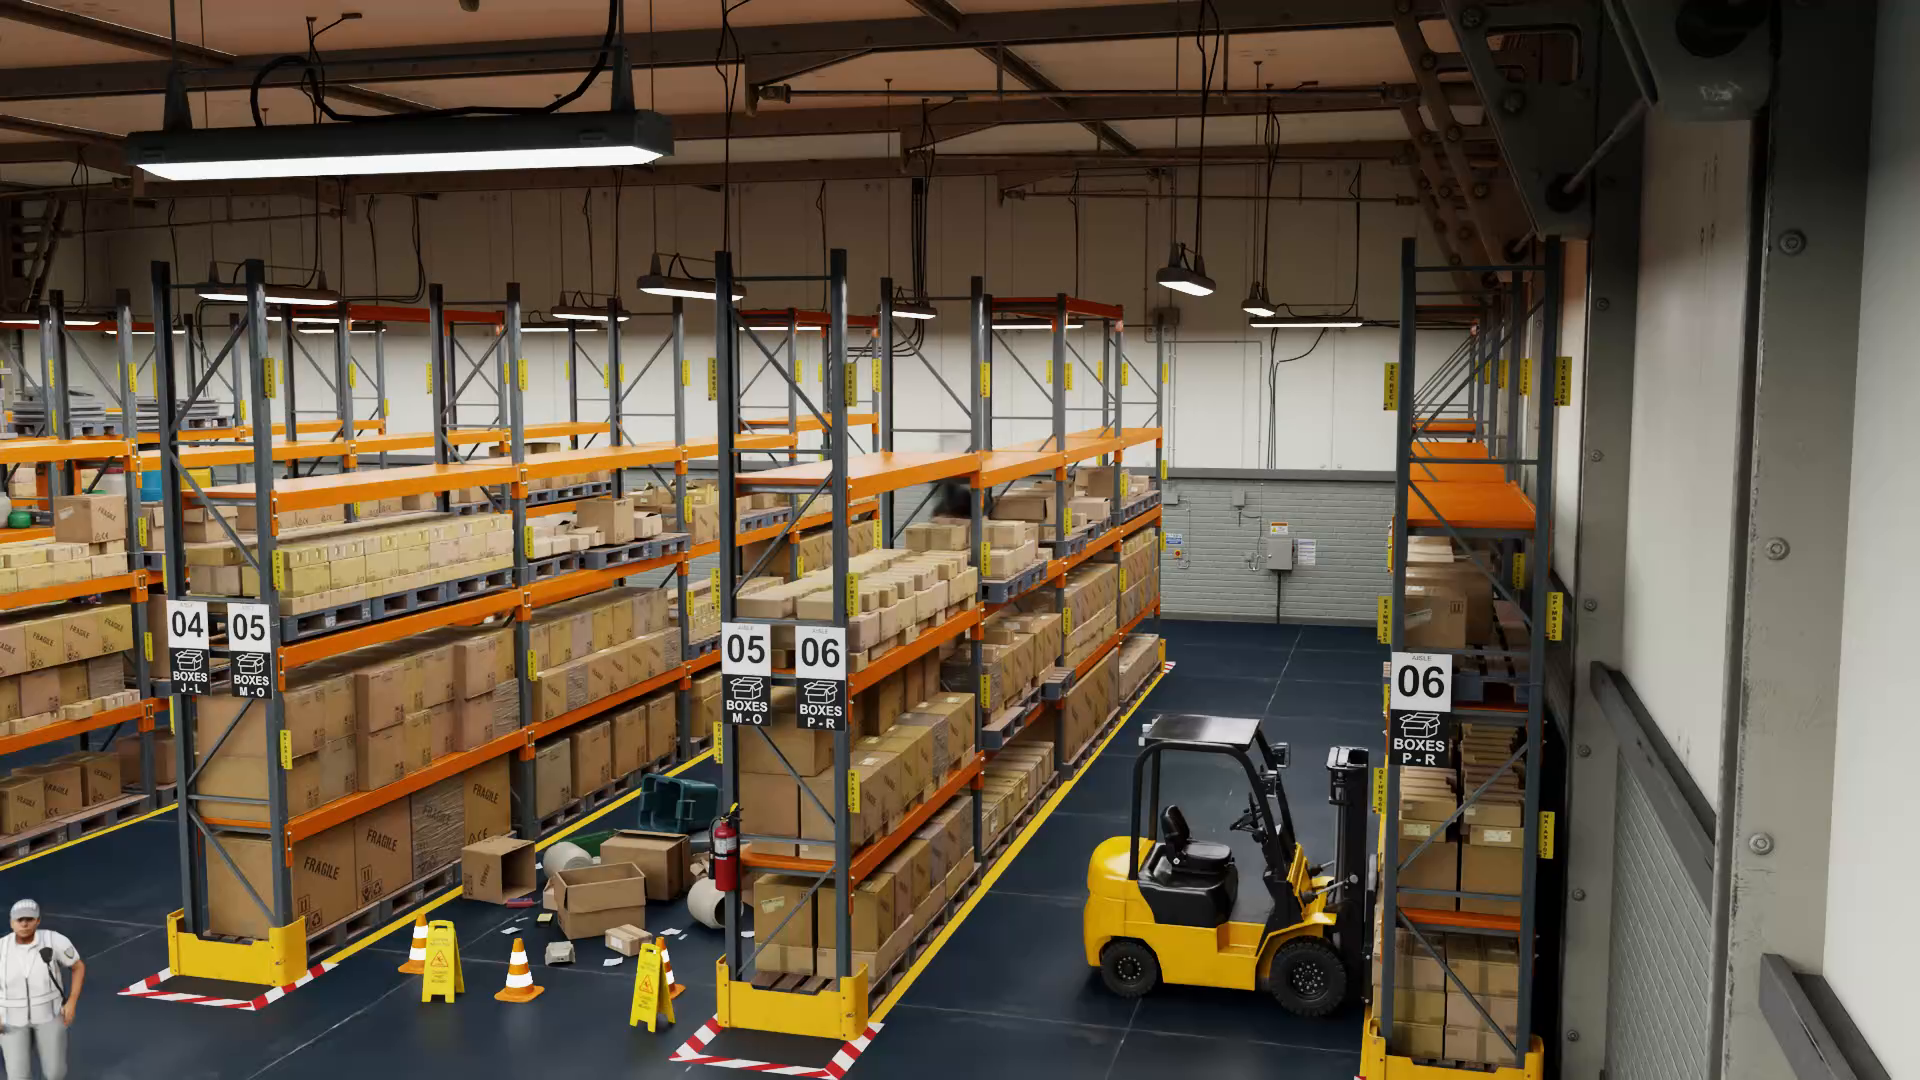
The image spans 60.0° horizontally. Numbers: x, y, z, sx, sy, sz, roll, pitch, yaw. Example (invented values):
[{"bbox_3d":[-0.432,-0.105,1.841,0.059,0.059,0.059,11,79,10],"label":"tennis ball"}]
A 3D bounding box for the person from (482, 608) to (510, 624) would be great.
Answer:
[{"bbox_3d":[-6.634,1.750,24.014,0.659,1.842,0.787,1,6,14],"label":"person"}]

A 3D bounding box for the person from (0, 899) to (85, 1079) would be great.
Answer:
[{"bbox_3d":[-6.221,3.184,11.154,0.647,1.621,0.610,-3,7,-27],"label":"person"}]
